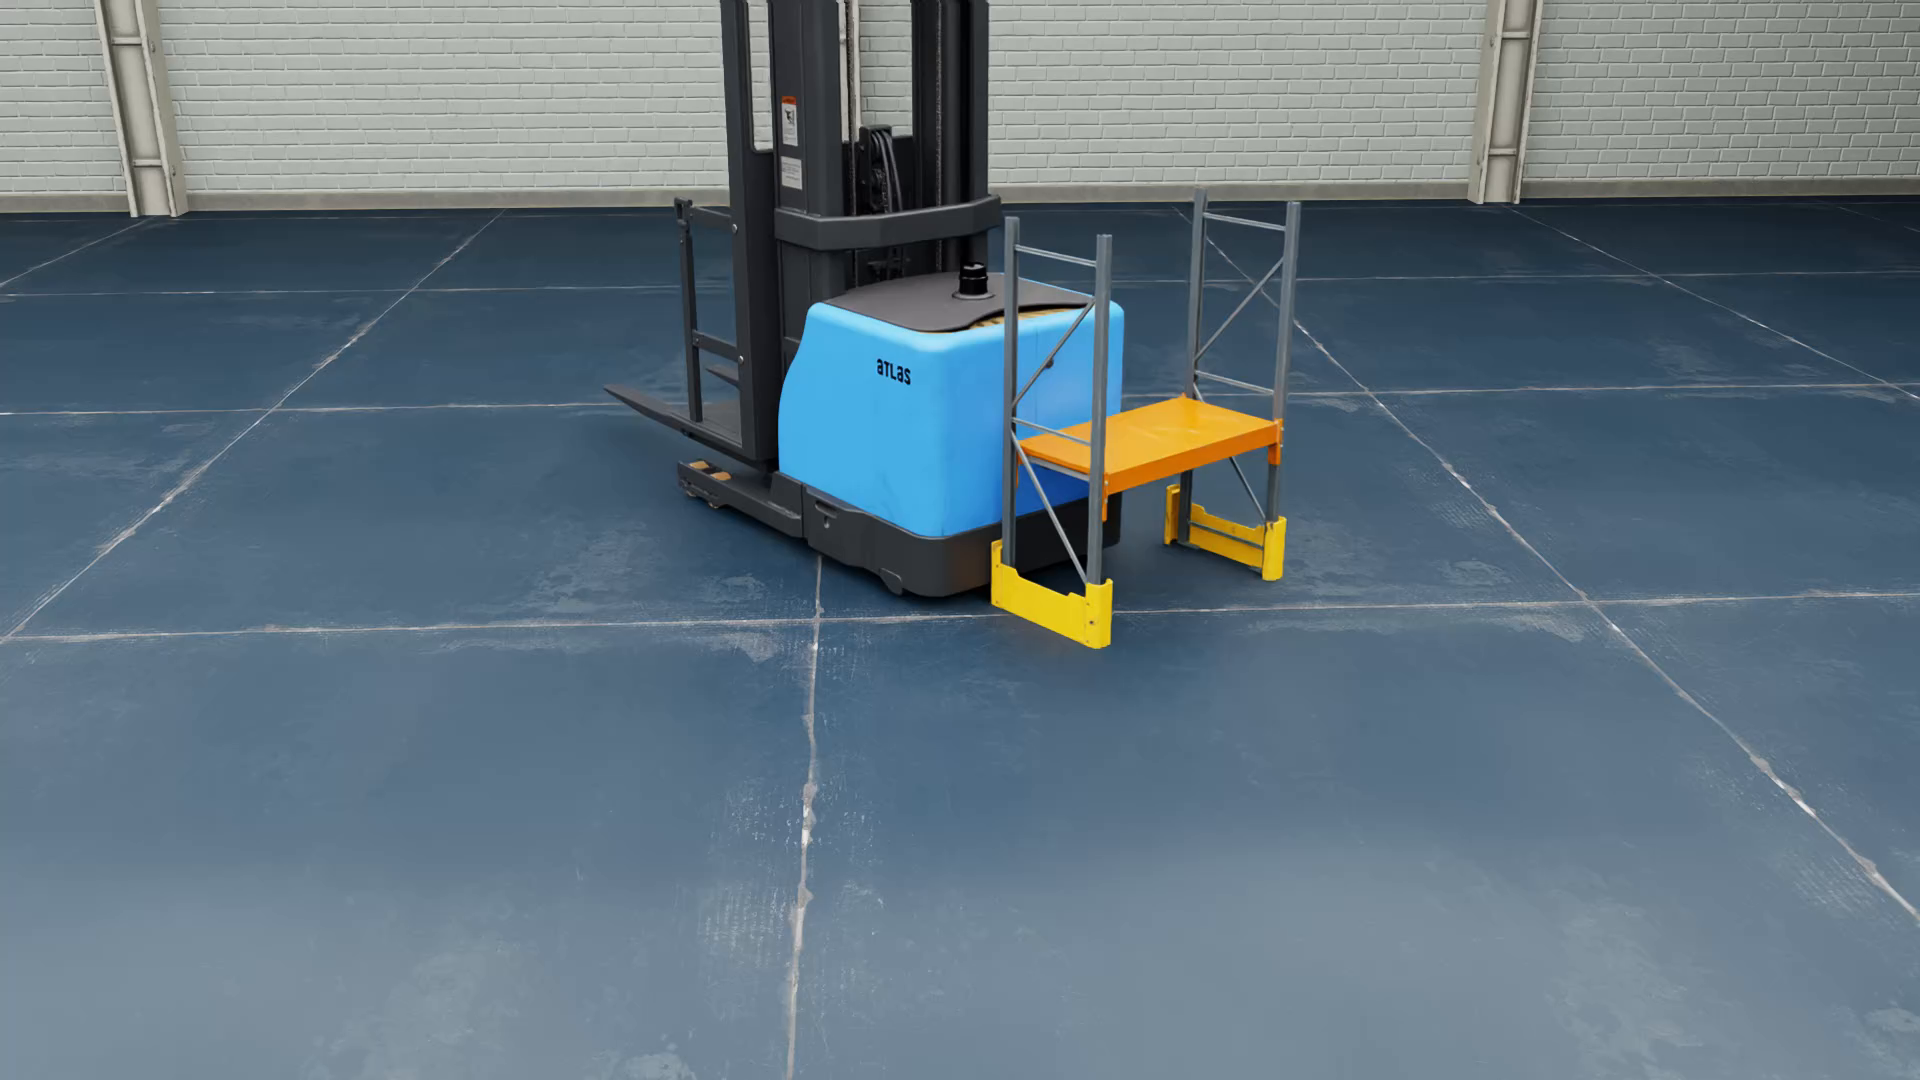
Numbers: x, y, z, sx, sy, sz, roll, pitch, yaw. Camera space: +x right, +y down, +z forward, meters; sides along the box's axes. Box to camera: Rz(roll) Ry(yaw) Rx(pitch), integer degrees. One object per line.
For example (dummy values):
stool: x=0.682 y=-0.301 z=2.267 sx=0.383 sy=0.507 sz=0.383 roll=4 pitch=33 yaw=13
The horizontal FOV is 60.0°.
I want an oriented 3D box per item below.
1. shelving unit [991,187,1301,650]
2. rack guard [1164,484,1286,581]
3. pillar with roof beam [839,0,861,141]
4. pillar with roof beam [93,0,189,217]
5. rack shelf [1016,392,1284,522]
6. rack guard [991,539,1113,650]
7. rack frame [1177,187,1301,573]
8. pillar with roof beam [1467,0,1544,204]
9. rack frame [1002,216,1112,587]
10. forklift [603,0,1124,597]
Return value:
shelving unit: x=0.712 y=-0.503 z=6.334 sx=1.083 sy=1.500 sz=0.587 roll=-17 pitch=27 yaw=-38
rack guard: x=1.086 y=-0.036 z=6.863 sx=0.087 sy=0.250 sz=0.587 roll=-17 pitch=27 yaw=-38
pillar with roof beam: x=-0.830 y=-5.684 z=9.402 sx=0.400 sy=9.000 sz=9.100 roll=-1 pitch=21 yaw=-3
pillar with roof beam: x=-6.820 y=-5.562 z=9.082 sx=0.400 sy=9.000 sz=9.100 roll=-1 pitch=21 yaw=-3
rack shelf: x=0.719 y=-0.337 z=6.404 sx=1.000 sy=0.185 sz=0.538 roll=-17 pitch=27 yaw=-38
rack guard: x=0.337 y=0.198 z=6.250 sx=0.087 sy=0.250 sz=0.587 roll=-17 pitch=27 yaw=-38
rack frame: x=1.101 y=-0.624 z=6.653 sx=0.032 sy=1.500 sz=0.500 roll=-17 pitch=27 yaw=-38
pillar with roof beam: x=5.160 y=-5.806 z=9.722 sx=0.400 sy=9.000 sz=9.100 roll=-1 pitch=21 yaw=-3
rack frame: x=0.336 y=-0.386 z=6.027 sx=0.032 sy=1.500 sz=0.500 roll=-17 pitch=27 yaw=-38
forklift: x=-0.641 y=-1.607 z=7.223 sx=1.130 sy=2.935 sz=3.031 roll=-16 pitch=26 yaw=-35
